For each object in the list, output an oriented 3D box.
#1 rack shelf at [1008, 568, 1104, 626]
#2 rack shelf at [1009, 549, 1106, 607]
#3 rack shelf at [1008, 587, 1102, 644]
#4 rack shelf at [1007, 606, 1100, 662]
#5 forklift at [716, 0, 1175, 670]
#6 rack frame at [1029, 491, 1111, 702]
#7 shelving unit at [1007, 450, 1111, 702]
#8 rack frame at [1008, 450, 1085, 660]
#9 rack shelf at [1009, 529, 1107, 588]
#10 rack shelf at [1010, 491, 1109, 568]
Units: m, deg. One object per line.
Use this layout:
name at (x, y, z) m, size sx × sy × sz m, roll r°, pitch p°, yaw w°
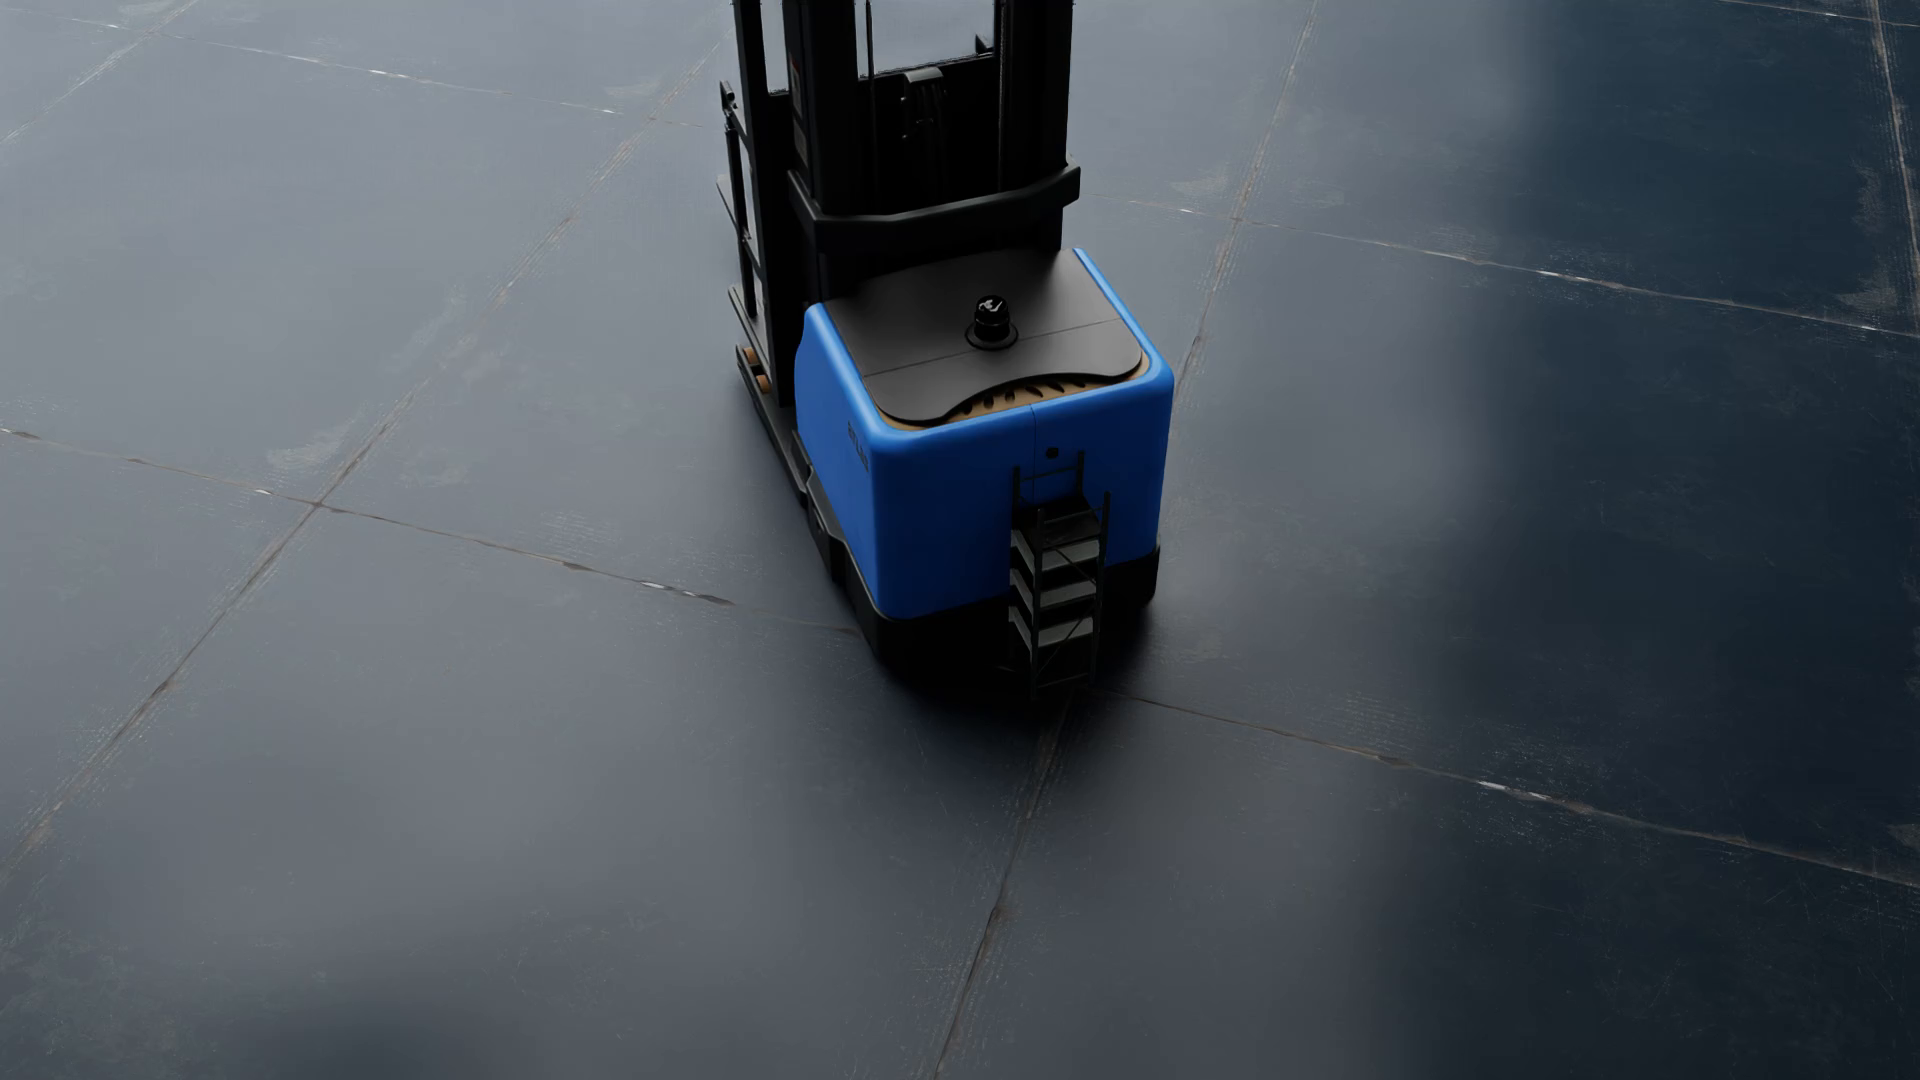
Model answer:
rack shelf at (0.316, 0.158, 5.493) m, size 0.258 × 0.077 × 0.200 m, roll -14°, pitch 46°, yaw -14°
rack shelf at (0.316, 0.094, 5.430) m, size 0.258 × 0.077 × 0.200 m, roll -14°, pitch 46°, yaw -14°
rack shelf at (0.316, 0.222, 5.556) m, size 0.258 × 0.077 × 0.200 m, roll -14°, pitch 46°, yaw -14°
rack shelf at (0.316, 0.287, 5.619) m, size 0.258 × 0.077 × 0.200 m, roll -14°, pitch 46°, yaw -14°
forklift at (-0.281, -1.650, 5.840) m, size 1.130 × 2.935 × 3.031 m, roll -14°, pitch 46°, yaw -14°
rack frame at (0.351, 0.201, 5.401) m, size 0.240 × 0.900 × 0.006 m, roll -14°, pitch 46°, yaw -14°
shelving unit at (0.316, 0.134, 5.470) m, size 0.258 × 0.900 × 0.210 m, roll -14°, pitch 46°, yaw -14°
rack frame at (0.281, 0.067, 5.538) m, size 0.240 × 0.900 × 0.006 m, roll -14°, pitch 46°, yaw -14°
rack shelf at (0.316, 0.029, 5.367) m, size 0.258 × 0.077 × 0.200 m, roll -14°, pitch 46°, yaw -14°
rack shelf at (0.316, -0.035, 5.304) m, size 0.258 × 0.077 × 0.200 m, roll -14°, pitch 46°, yaw -14°
